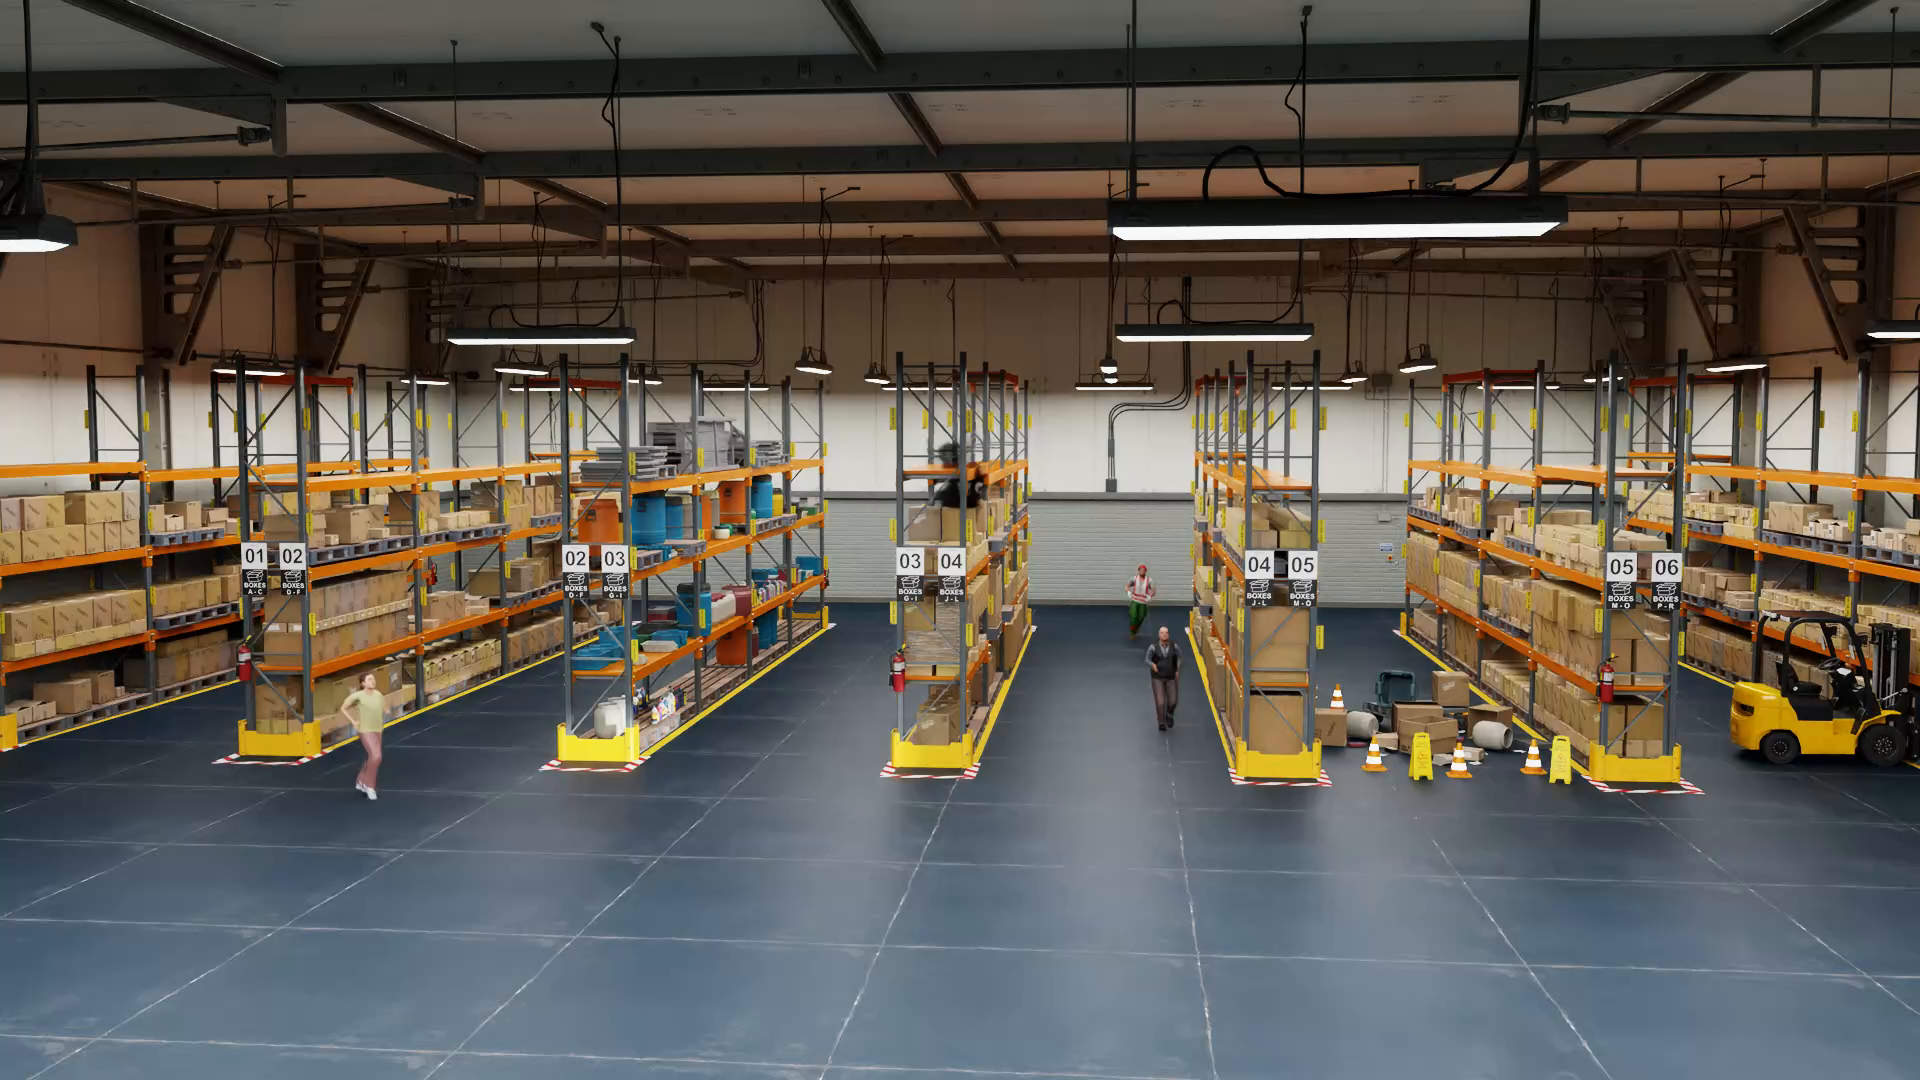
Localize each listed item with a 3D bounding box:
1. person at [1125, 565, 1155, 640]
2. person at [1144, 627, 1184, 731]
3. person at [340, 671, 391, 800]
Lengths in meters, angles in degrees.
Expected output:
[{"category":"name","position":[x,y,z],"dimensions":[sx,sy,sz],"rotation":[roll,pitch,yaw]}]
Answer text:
[{"category":"person","position":[4.149,1.424,38.312],"dimensions":[0.693,1.725,0.651],"rotation":[1,4,10]},{"category":"person","position":[3.306,2.252,26.816],"dimensions":[0.651,1.673,0.583],"rotation":[0,4,2]},{"category":"person","position":[-7.863,2.598,22.166],"dimensions":[0.652,1.705,0.558],"rotation":[2,5,30]}]
